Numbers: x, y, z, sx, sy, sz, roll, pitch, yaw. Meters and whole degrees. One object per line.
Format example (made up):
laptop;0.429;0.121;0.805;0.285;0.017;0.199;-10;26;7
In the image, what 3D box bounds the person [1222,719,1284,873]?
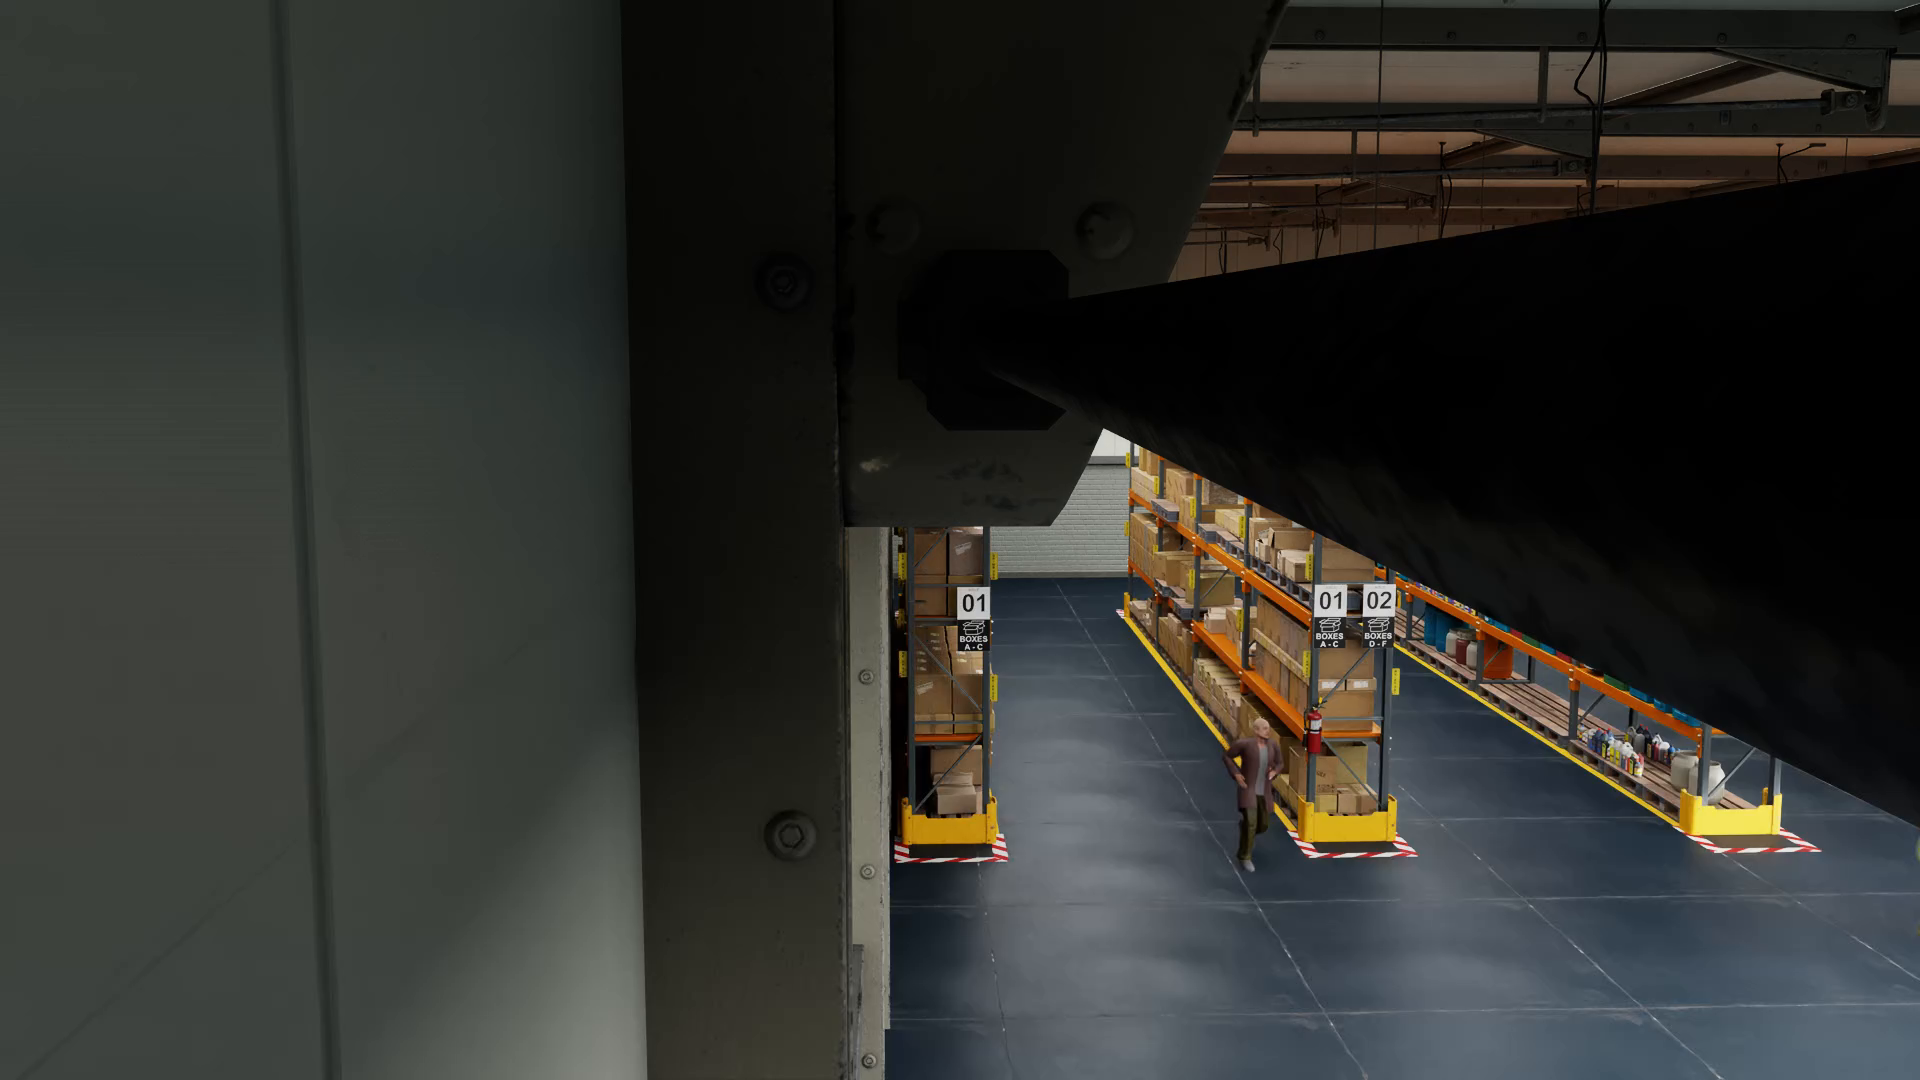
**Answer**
person;3.517;2.977;19.773;0.739;1.738;0.879;-2;8;-17
